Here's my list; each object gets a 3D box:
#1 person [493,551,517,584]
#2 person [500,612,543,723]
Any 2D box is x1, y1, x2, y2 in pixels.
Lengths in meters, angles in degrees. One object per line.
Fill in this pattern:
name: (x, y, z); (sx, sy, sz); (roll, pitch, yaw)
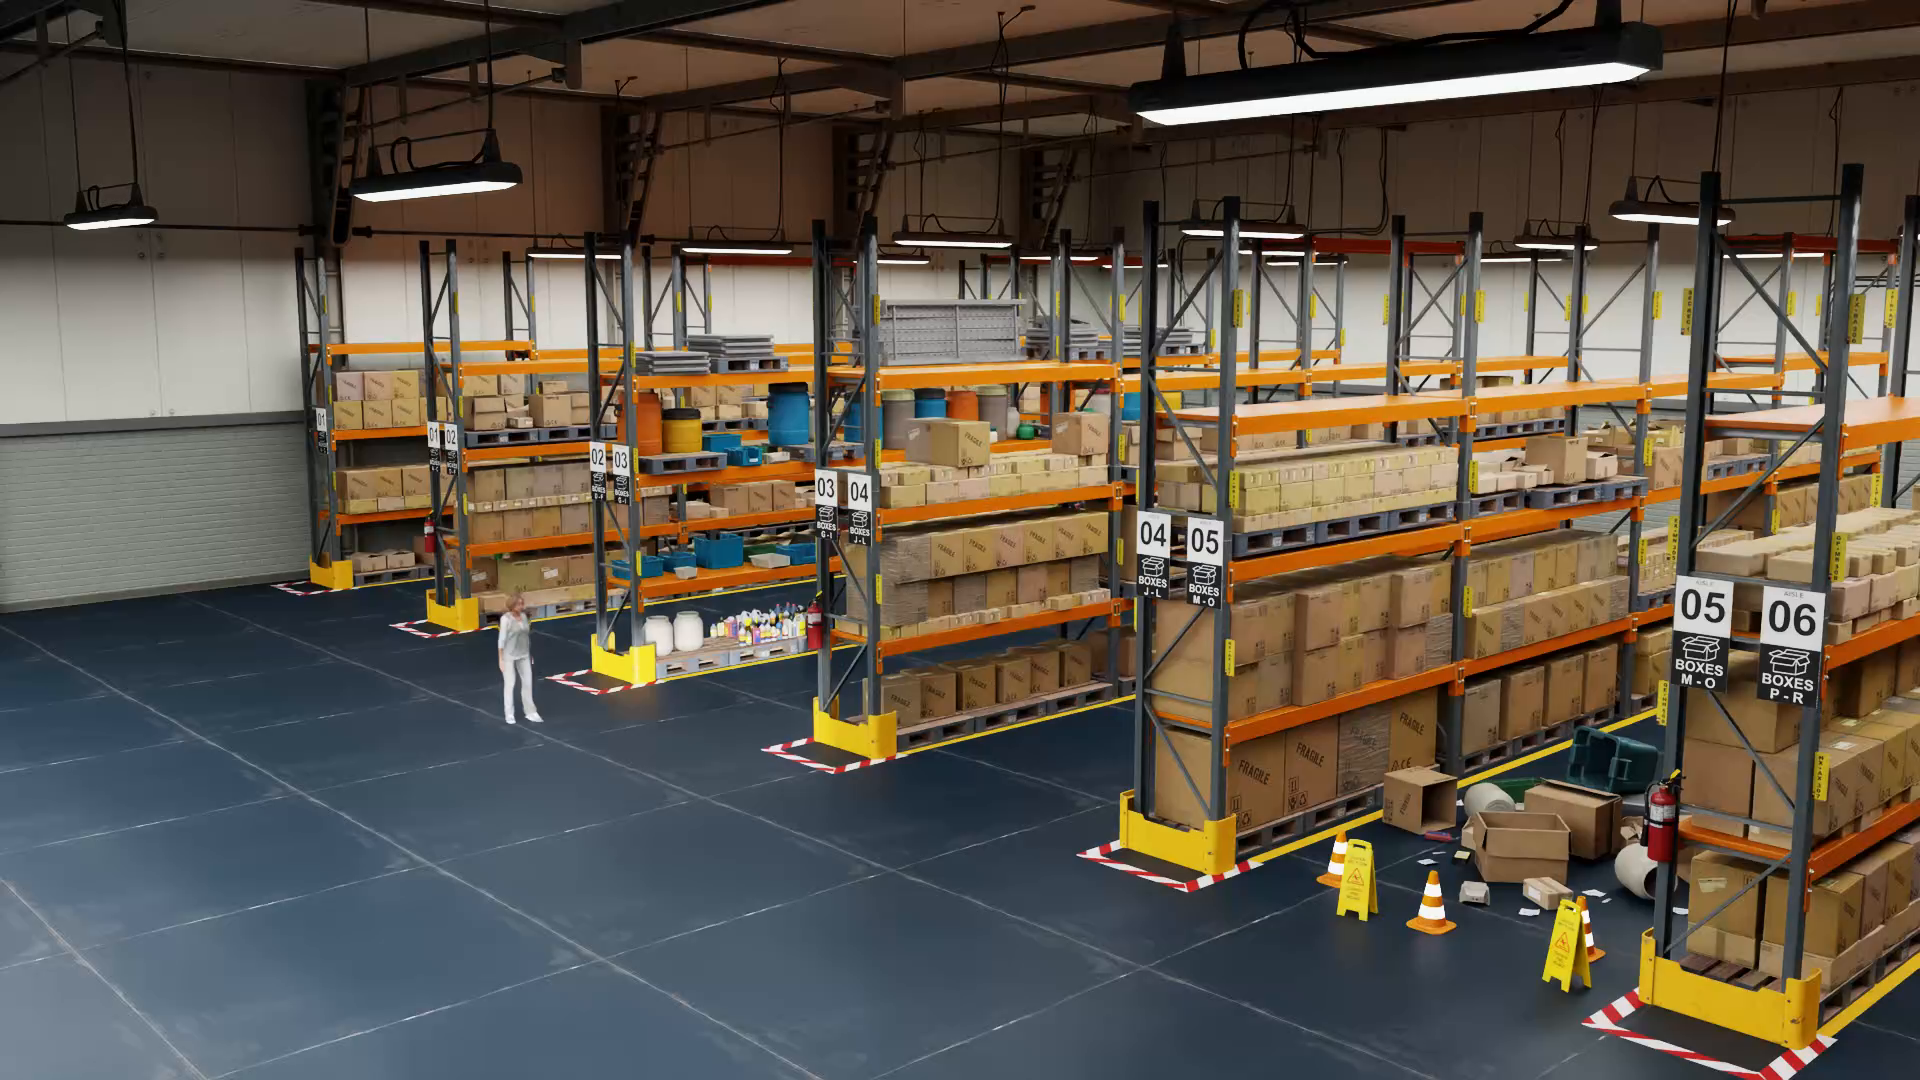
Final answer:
person: (-8.244, 0.028, 29.938); (0.603, 1.551, 0.423); (-5, 10, -29)
person: (-5.361, 1.551, 20.224); (0.415, 1.397, 0.403); (6, 10, 37)
